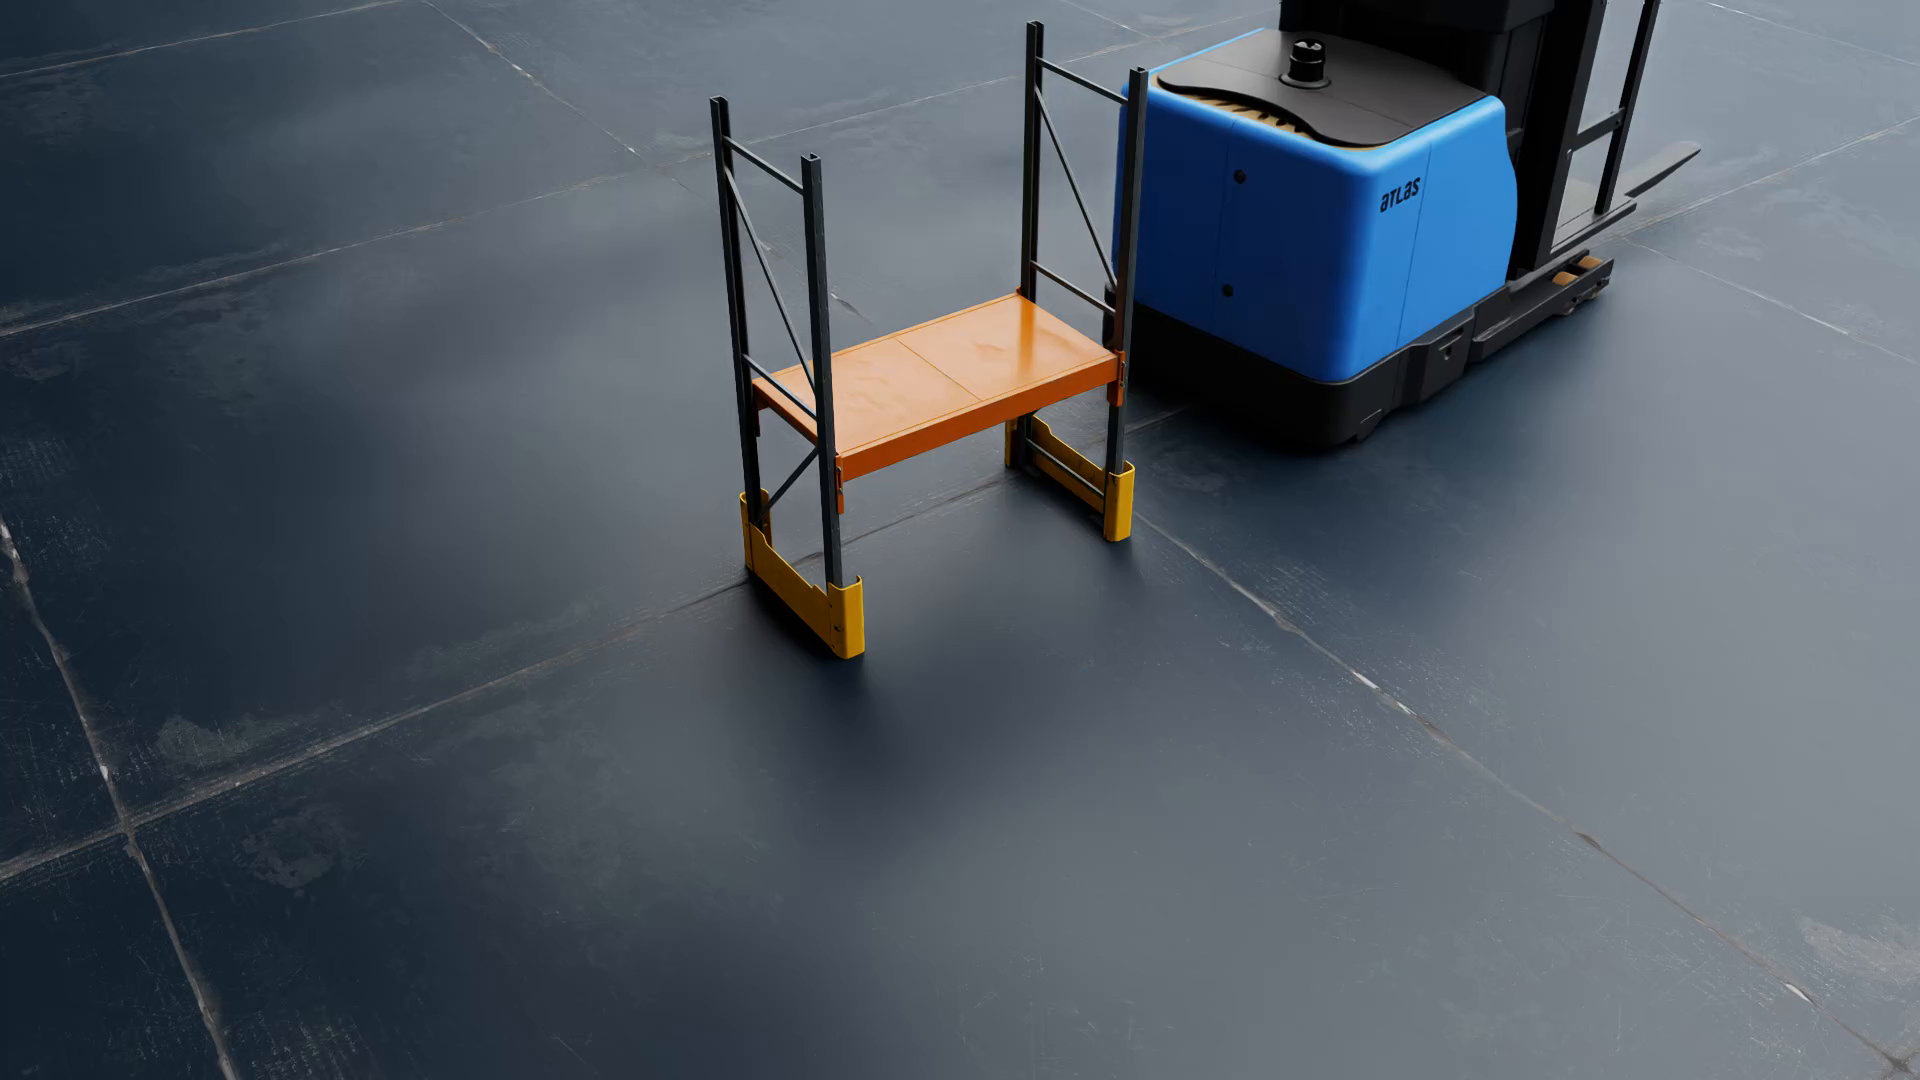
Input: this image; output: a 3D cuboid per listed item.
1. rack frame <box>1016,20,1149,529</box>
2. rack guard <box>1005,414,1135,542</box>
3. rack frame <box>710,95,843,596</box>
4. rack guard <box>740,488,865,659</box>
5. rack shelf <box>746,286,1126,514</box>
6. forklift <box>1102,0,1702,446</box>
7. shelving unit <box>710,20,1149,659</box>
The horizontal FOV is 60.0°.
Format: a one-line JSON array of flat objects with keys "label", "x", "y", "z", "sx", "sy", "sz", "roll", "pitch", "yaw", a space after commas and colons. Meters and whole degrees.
[{"label": "rack frame", "x": 0.346, "y": -0.751, "z": 5.010, "sx": 0.032, "sy": 1.500, "sz": 0.500, "roll": -22, "pitch": 41, "yaw": -28}, {"label": "rack guard", "x": 0.345, "y": -0.243, "z": 5.374, "sx": 0.087, "sy": 0.250, "sz": 0.587, "roll": -22, "pitch": 41, "yaw": -28}, {"label": "rack frame", "x": -0.485, "y": -0.409, "z": 4.534, "sx": 0.032, "sy": 1.500, "sz": 0.500, "roll": -22, "pitch": 41, "yaw": -28}, {"label": "rack guard", "x": -0.469, "y": 0.092, "z": 4.908, "sx": 0.087, "sy": 0.250, "sz": 0.587, "roll": -22, "pitch": 41, "yaw": -28}, {"label": "rack shelf", "x": -0.070, "y": -0.434, "z": 4.877, "sx": 1.000, "sy": 0.185, "sz": 0.538, "roll": -22, "pitch": 41, "yaw": -28}, {"label": "forklift", "x": 1.929, "y": -2.256, "z": 5.876, "sx": 3.031, "sy": 2.935, "sz": 1.130, "roll": -30, "pitch": 45, "yaw": -35}, {"label": "shelving unit", "x": -0.062, "y": -0.583, "z": 4.776, "sx": 1.083, "sy": 1.500, "sz": 0.587, "roll": -22, "pitch": 41, "yaw": -28}]
